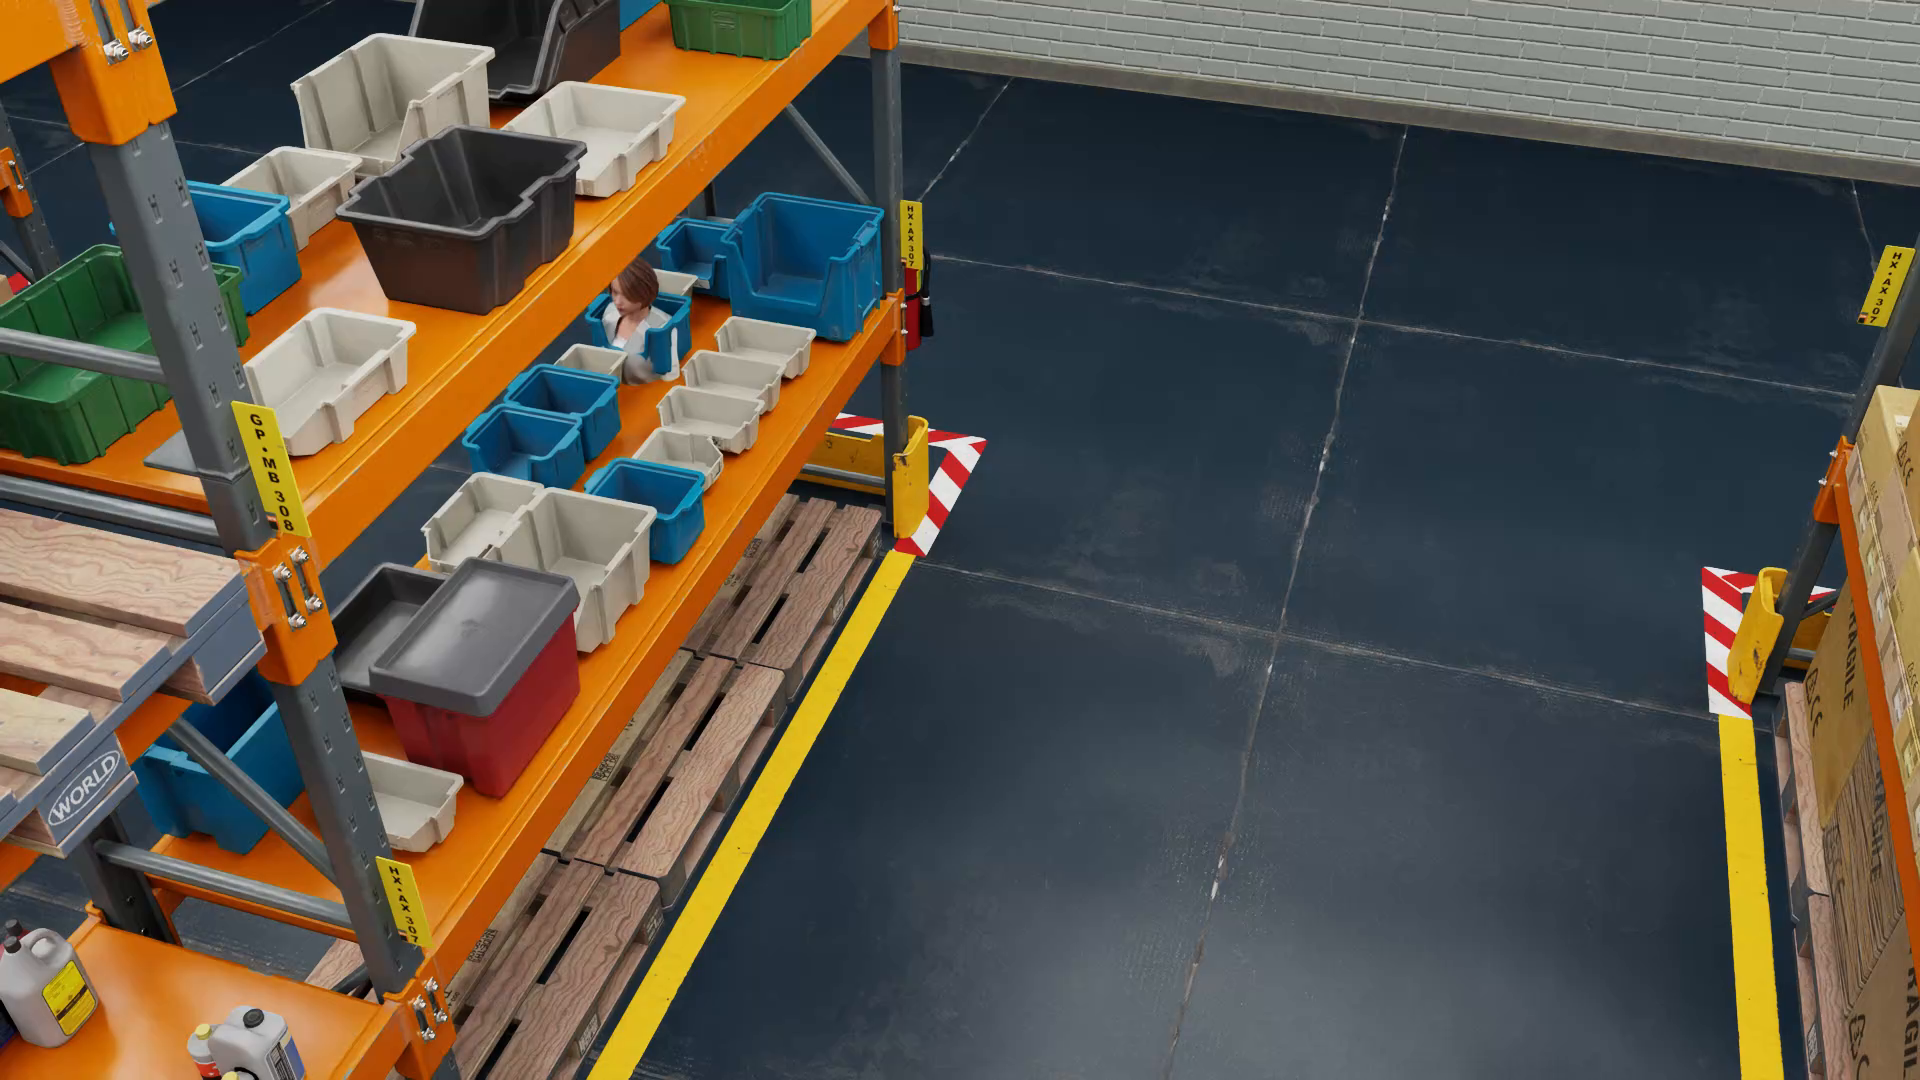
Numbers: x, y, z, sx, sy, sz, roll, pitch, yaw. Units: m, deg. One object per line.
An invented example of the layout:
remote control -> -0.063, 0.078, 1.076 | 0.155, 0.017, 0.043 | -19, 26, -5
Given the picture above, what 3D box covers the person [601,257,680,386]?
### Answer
person -> -1.348, -0.496, 7.204 | 0.408, 1.598, 0.307 | 21, 42, 25
